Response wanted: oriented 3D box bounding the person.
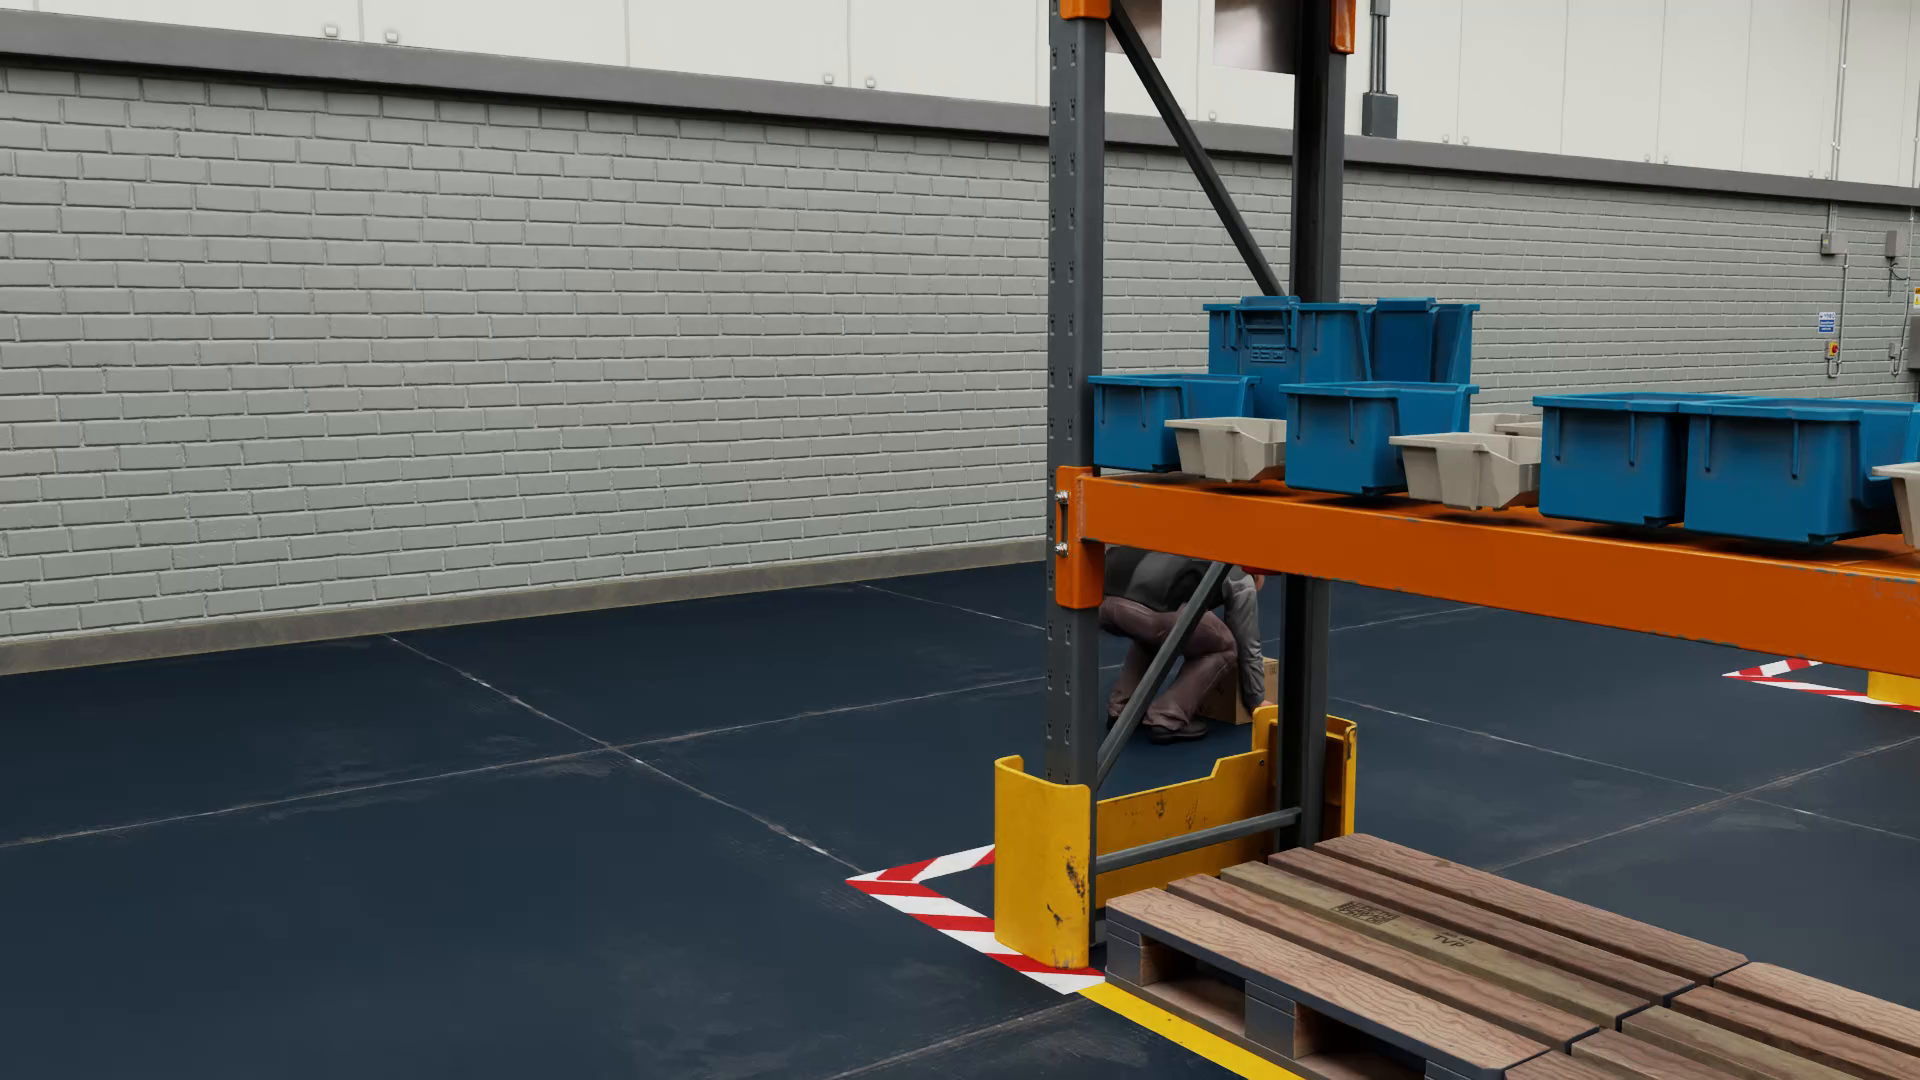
[{"bbox_3d":[0.938,0.383,6.954,0.953,0.848,0.514,-6,10,-38],"label":"person"}]
